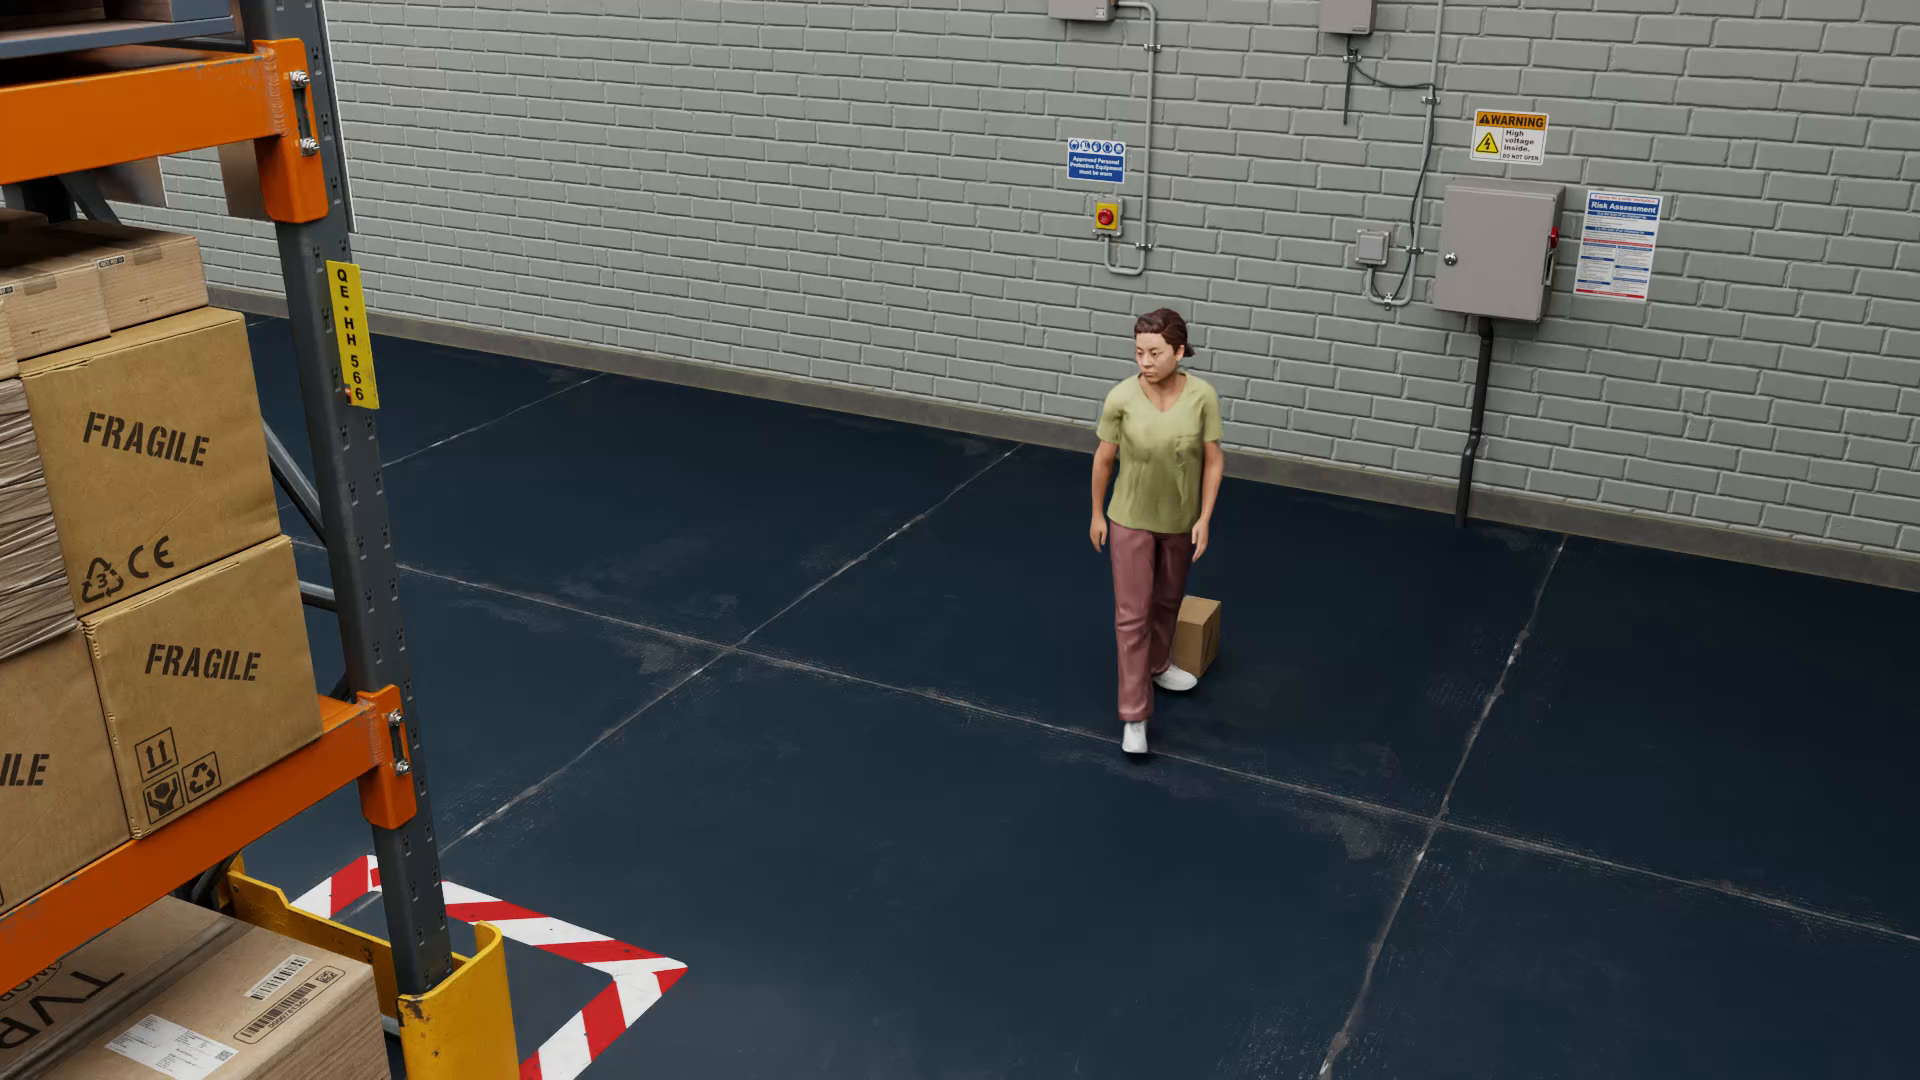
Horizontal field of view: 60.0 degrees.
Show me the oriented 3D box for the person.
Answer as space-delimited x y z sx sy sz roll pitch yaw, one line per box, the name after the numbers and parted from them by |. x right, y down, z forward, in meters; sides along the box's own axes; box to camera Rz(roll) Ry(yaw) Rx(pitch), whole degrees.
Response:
0.740 -0.068 6.244 0.481 1.662 0.701 -3 23 -6 | person
